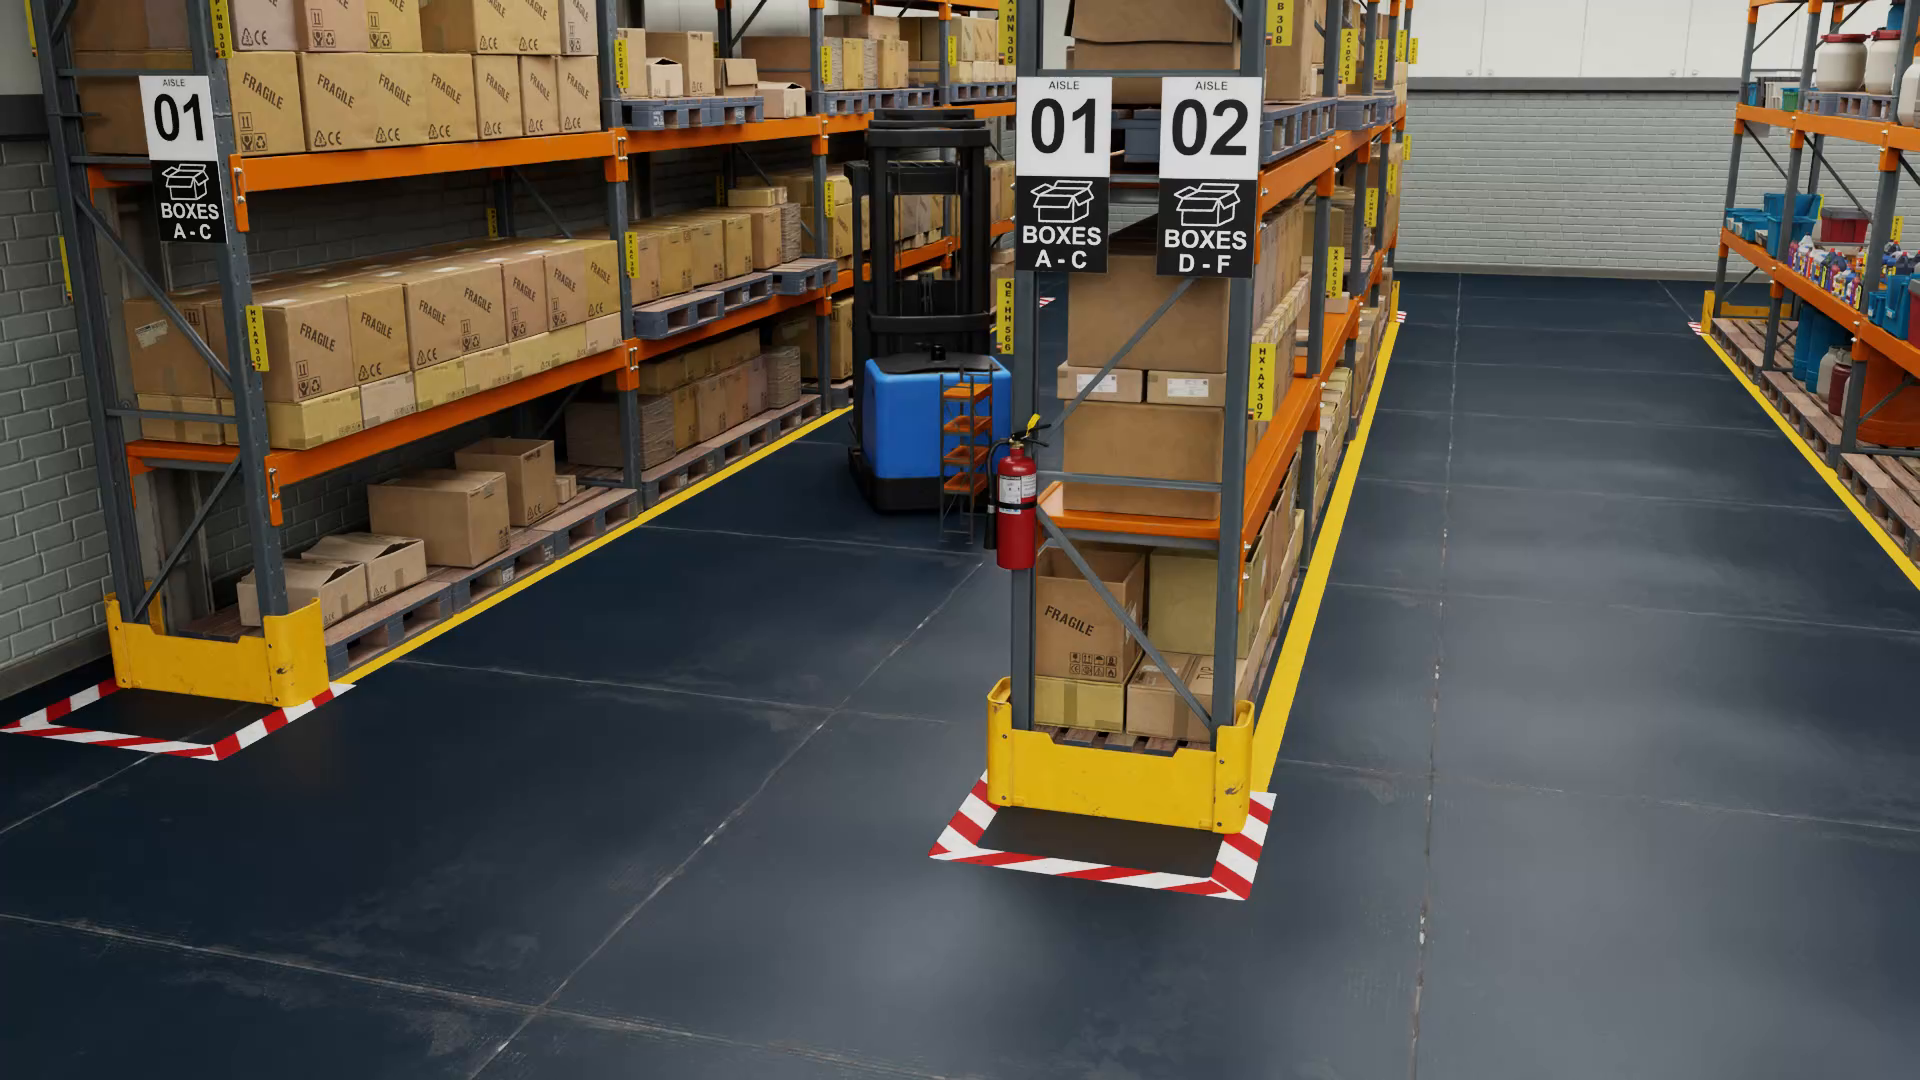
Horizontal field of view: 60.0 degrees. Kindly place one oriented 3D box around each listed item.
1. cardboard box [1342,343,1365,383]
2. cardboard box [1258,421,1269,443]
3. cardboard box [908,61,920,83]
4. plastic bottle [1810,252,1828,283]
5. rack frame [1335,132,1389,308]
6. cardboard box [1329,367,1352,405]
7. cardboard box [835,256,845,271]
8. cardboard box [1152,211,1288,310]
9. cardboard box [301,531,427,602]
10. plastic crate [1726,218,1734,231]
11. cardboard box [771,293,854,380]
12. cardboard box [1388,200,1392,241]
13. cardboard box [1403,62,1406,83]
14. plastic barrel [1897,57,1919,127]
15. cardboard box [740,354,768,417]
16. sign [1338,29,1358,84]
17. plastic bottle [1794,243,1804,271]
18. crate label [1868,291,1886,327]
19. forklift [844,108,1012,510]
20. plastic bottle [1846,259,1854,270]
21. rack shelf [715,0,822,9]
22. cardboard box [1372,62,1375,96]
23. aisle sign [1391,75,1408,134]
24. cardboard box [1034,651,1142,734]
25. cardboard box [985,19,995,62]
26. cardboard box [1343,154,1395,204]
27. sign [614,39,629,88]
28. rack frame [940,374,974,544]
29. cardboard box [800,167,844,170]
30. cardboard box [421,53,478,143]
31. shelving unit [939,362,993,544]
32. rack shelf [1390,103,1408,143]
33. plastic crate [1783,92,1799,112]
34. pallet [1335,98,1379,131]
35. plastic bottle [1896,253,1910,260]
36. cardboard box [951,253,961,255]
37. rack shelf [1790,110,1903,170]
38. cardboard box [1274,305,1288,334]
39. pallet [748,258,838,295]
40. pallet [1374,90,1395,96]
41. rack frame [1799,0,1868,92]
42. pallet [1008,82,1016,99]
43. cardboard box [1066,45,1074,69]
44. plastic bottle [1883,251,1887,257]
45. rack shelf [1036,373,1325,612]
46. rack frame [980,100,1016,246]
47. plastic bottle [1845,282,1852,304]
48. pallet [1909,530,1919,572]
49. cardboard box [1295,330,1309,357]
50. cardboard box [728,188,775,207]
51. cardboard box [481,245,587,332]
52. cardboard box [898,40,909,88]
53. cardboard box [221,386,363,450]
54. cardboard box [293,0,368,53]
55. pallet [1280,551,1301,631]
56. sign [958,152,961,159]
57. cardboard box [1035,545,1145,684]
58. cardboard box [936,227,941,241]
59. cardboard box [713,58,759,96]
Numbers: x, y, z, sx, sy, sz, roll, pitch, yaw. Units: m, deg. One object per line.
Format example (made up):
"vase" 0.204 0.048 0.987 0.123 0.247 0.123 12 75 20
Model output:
"cardboard box" 3.545 -1.584 15.690 0.500 0.500 0.500 4 16 14
"cardboard box" 1.307 -0.822 9.046 0.700 0.500 0.500 5 17 18
"cardboard box" -0.646 -5.588 19.859 0.500 0.250 0.500 5 17 16
"plastic bottle" 8.057 -2.547 15.541 0.152 0.276 0.135 5 16 16
"rack frame" 4.134 -3.387 18.272 1.000 3.000 0.127 5 16 16
"cardboard box" 3.085 -1.333 14.274 0.500 0.311 0.500 5 17 17
"cardboard box" -1.357 -2.745 16.435 0.380 0.149 0.250 5 17 17
"cardboard box" 1.456 -1.586 9.363 0.700 0.500 0.500 5 16 16
"cardboard box" -3.581 0.128 10.001 0.500 0.311 0.500 6 17 20
"plastic crate" 9.463 -3.833 20.221 0.250 0.136 0.298 5 16 16
"cardboard box" -1.418 -2.073 16.812 0.750 0.750 0.750 4 16 15
"cardboard box" 4.683 -3.681 19.127 0.500 0.500 0.500 5 17 17
"cardboard box" 5.228 -5.760 20.500 0.500 0.250 0.500 5 16 16
"plastic barrel" 7.364 -3.394 12.598 0.421 0.512 0.421 0 16 0
"cardboard box" -2.165 -1.414 15.093 0.700 0.500 0.500 5 16 16
"sign" 2.394 -2.981 10.252 0.100 0.325 0.005 5 16 16
"plastic bottle" 8.288 -2.785 16.386 0.097 0.271 0.097 0 16 0
"crate label" 7.267 -1.793 12.962 0.303 0.233 0.416 5 16 16
"forklift" -0.341 -1.989 13.469 1.130 2.935 3.031 -3 16 -9
"plastic bottle" 7.967 -2.374 14.916 0.061 0.283 0.133 5 16 16
"rack shelf" -2.321 -4.548 13.423 1.077 0.370 4.000 5 16 16
"cardboard box" 3.382 -4.218 15.521 0.910 0.500 0.500 5 16 16
"aisle sign" 5.584 -5.678 21.586 0.394 0.787 0.004 5 16 16
"cardboard box" 0.593 0.710 8.097 0.500 0.250 0.500 5 16 16
"cardboard box" 0.131 -6.181 20.575 0.500 0.500 0.500 5 17 16
"cardboard box" 4.538 -4.017 18.480 0.500 0.500 0.500 5 17 17
"sign" -2.367 -3.328 11.623 0.100 0.325 0.005 5 16 16
"rack frame" -0.022 -0.557 11.593 0.240 1.200 0.015 5 16 16
"cardboard box" -1.429 -3.826 17.682 0.500 0.250 0.500 4 16 15
"cardboard box" -3.229 -2.615 9.835 0.500 0.500 0.500 6 17 19
"shelving unit" 0.047 -0.621 11.818 0.258 1.200 0.503 5 16 16
"rack shelf" 4.703 -5.007 19.806 1.077 0.370 4.000 5 16 16
"plastic crate" 8.713 -4.477 17.007 0.450 0.188 0.662 5 16 16
"pallet" 2.576 -3.215 12.516 1.003 0.211 1.213 5 17 18
"plastic bottle" 8.795 -2.551 15.553 0.152 0.276 0.135 5 16 16
"cardboard box" -0.025 -3.720 22.072 0.380 0.149 0.250 5 17 17
"rack shelf" 8.314 -3.575 14.759 1.077 0.370 4.000 5 16 16
"cardboard box" 1.627 -1.234 9.311 0.380 0.149 0.250 5 17 17
"pallet" -1.853 -2.436 15.273 1.213 0.211 1.003 5 16 16
"pallet" 3.882 -4.574 17.306 1.213 0.211 1.003 5 16 16
"rack frame" 8.883 -5.888 16.096 1.000 3.000 0.127 5 16 16
"pallet" 0.320 -6.022 22.228 1.003 0.211 1.213 5 16 16
"cardboard box" 0.799 -2.209 7.873 0.500 0.250 0.500 5 16 16
"plastic bottle" 8.708 -2.589 15.695 0.097 0.271 0.097 0 16 0
"rack shelf" 1.293 -0.424 9.146 1.077 0.370 4.000 5 16 16
"rack frame" 0.521 -4.816 23.313 1.000 3.000 0.127 5 16 16
"plastic bottle" 7.595 -2.113 14.146 0.097 0.201 0.097 0 16 0
"pallet" 6.795 0.225 10.651 1.003 0.211 1.213 5 16 16
"cardboard box" 2.309 -1.389 11.689 0.380 0.149 0.250 5 16 16
"cardboard box" -1.899 -3.117 15.144 0.380 0.149 0.250 2 16 7
"cardboard box" -2.864 -1.696 11.177 0.500 0.500 0.500 5 16 16
"cardboard box" -0.971 -5.251 18.358 0.700 0.500 0.500 4 16 13
"cardboard box" -3.583 -0.671 8.935 0.500 0.250 0.500 4 16 14
"cardboard box" -3.493 -2.821 8.730 0.500 0.500 0.500 4 16 15
"pallet" 1.595 0.253 10.552 1.003 0.211 1.213 5 16 16
"sign" -0.010 -5.315 23.341 0.100 0.325 0.005 5 16 16
"cardboard box" 0.591 0.350 7.995 0.500 0.500 0.500 5 16 16
"cardboard box" -0.441 -3.548 19.265 0.380 0.149 0.250 5 17 16
"cardboard box" -2.210 -3.894 14.337 0.797 0.503 0.637 7 17 24
